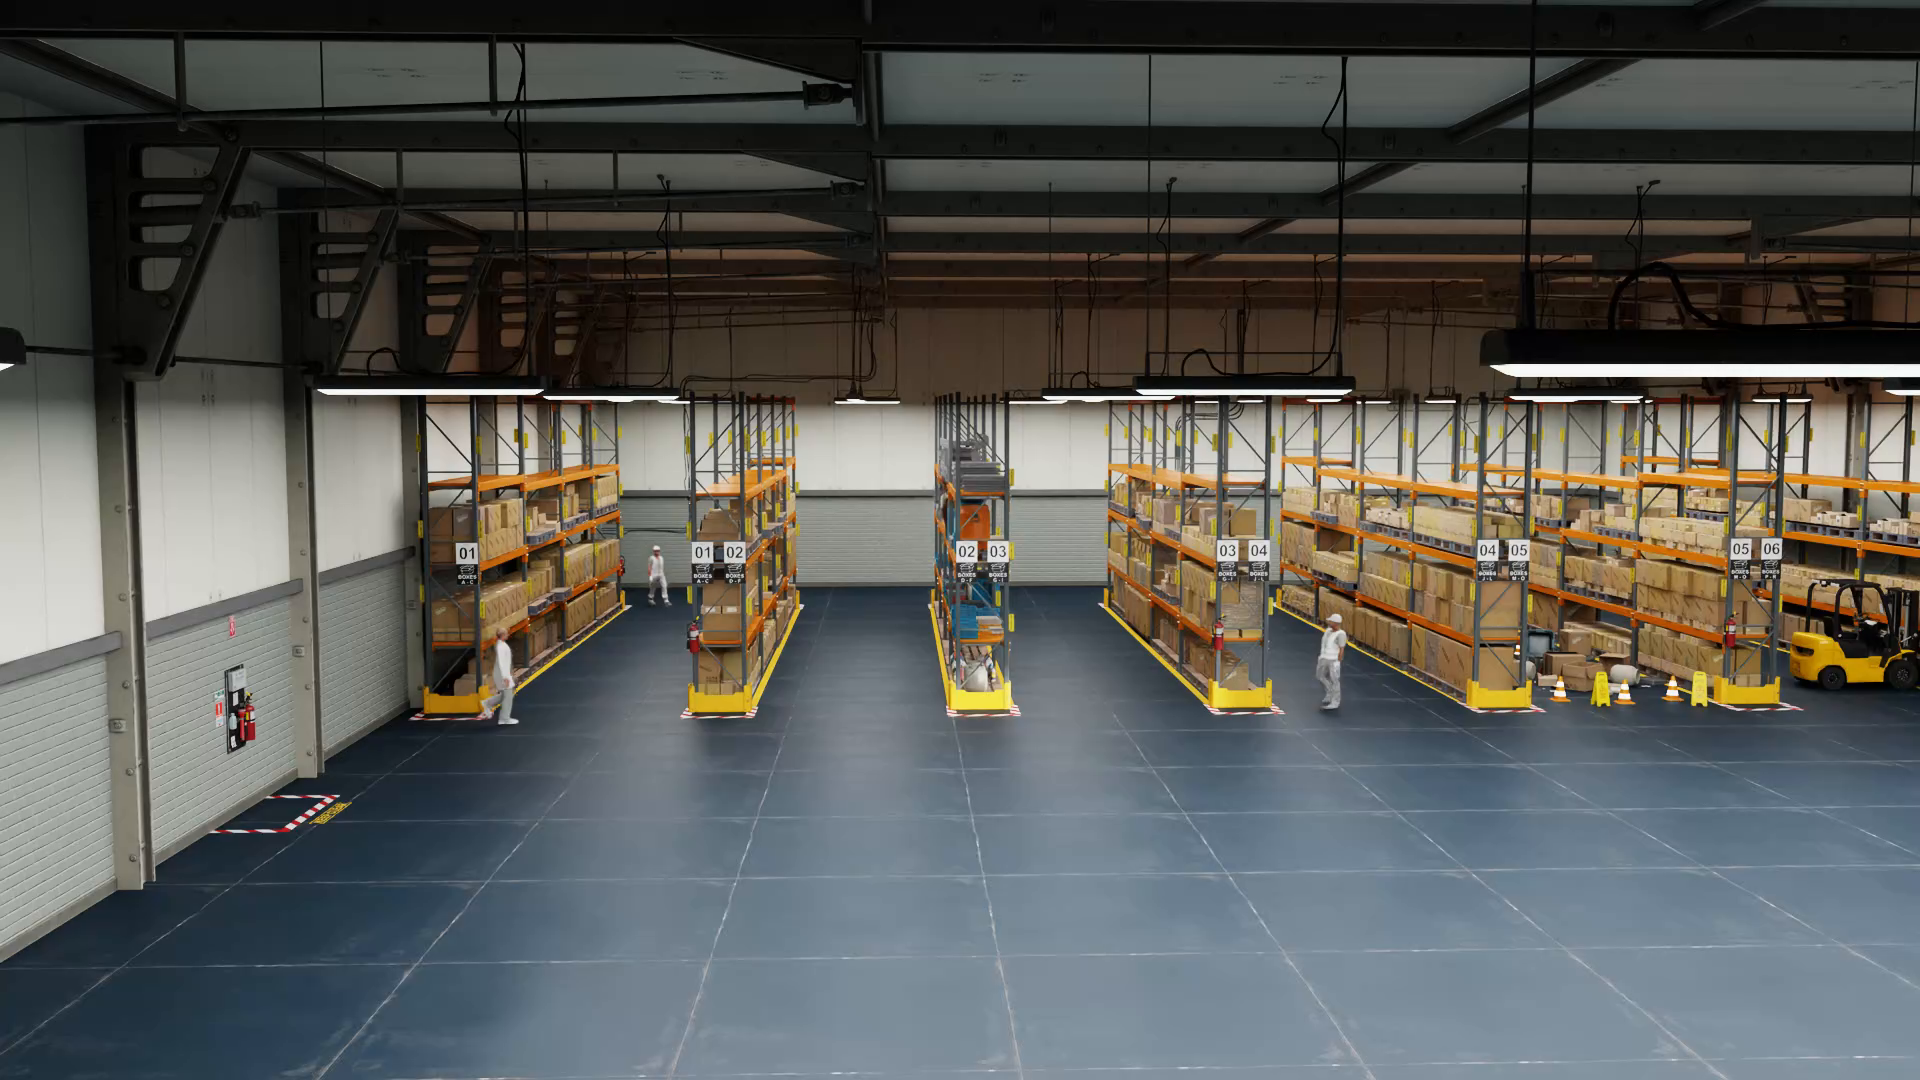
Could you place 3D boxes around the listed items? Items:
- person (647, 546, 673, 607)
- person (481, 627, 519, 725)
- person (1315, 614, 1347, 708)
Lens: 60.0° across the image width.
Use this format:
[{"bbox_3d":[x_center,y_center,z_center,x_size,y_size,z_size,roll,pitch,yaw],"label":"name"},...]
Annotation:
[{"bbox_3d":[-8.595,1.034,47.420,0.615,1.720,1.068,-3,5,-33],"label":"person"},{"bbox_3d":[-8.273,2.439,29.879,0.666,1.749,0.645,0,5,-1],"label":"person"},{"bbox_3d":[7.061,2.286,31.691,0.530,1.781,0.647,-3,5,-33],"label":"person"}]
